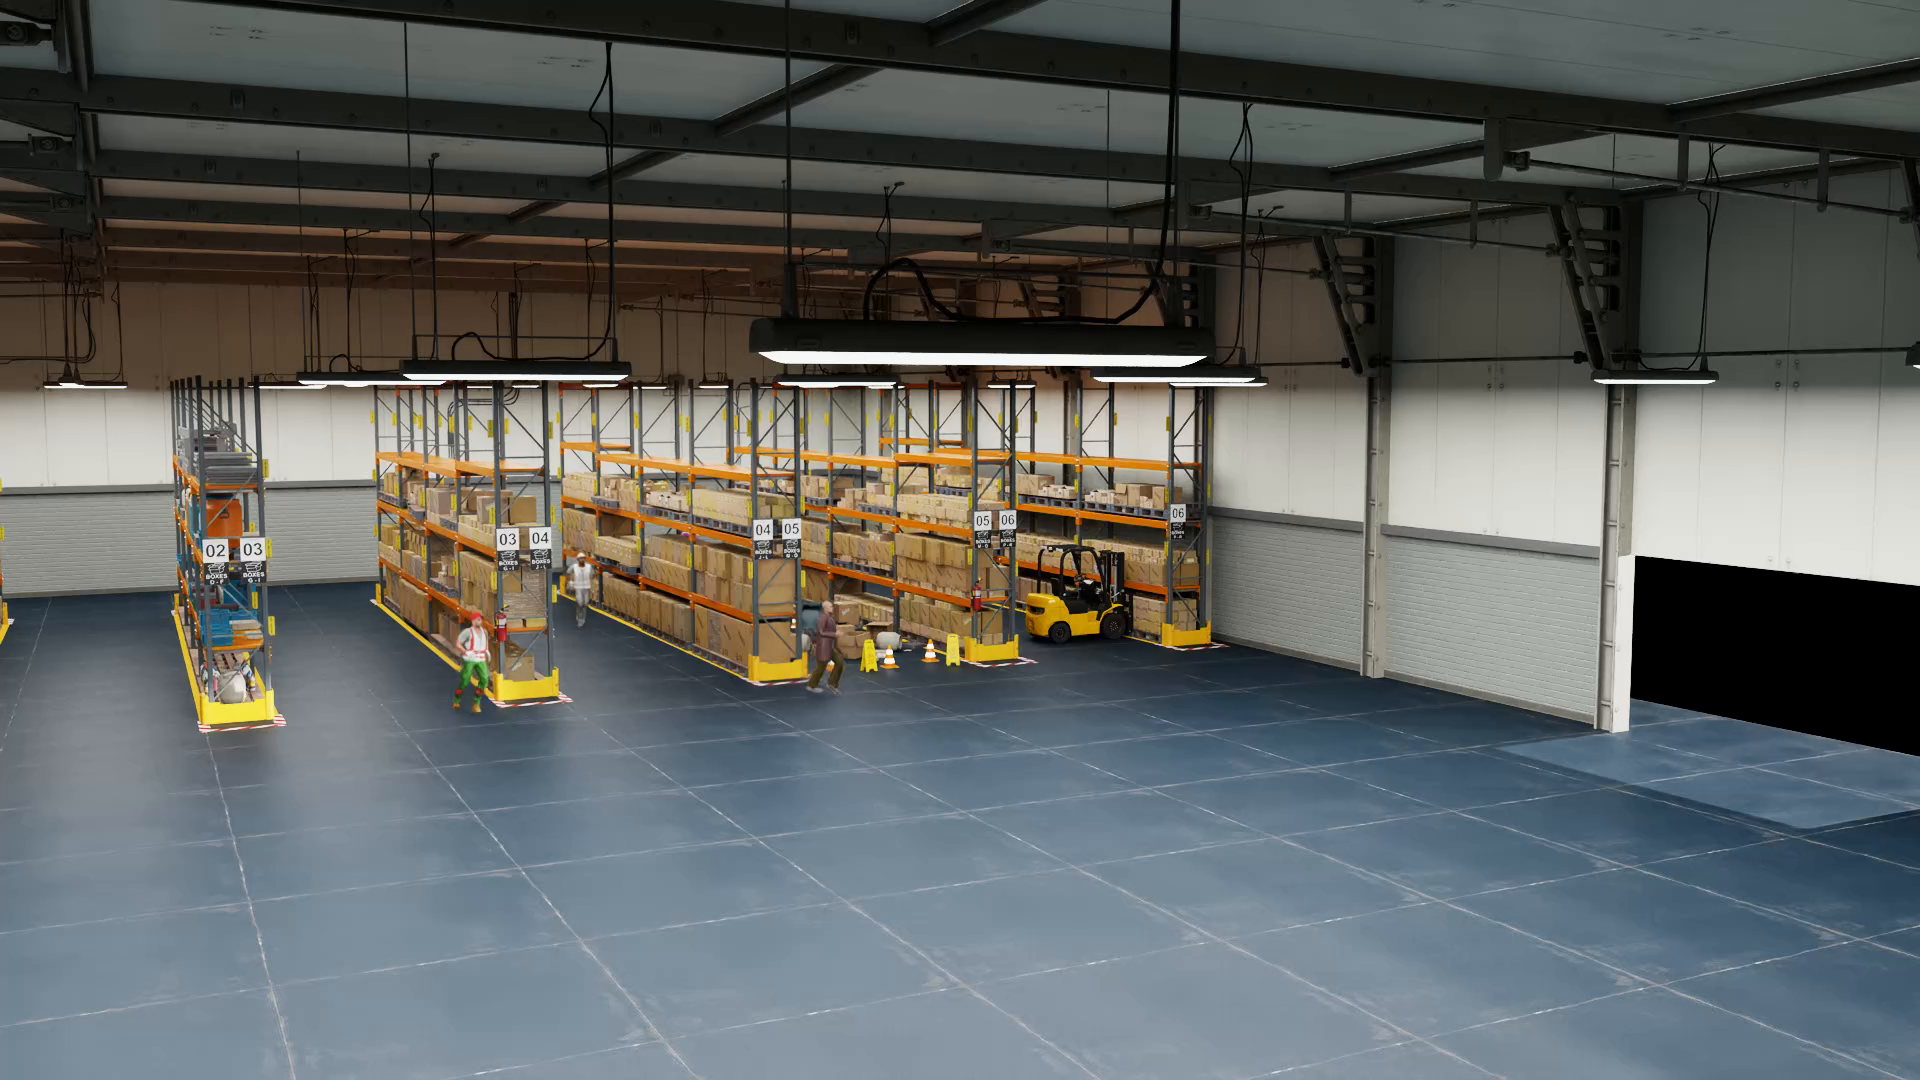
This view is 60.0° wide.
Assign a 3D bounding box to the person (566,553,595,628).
[{"bbox_3d":[-9.228,1.225,40.616,0.655,1.821,0.719,-3,6,-28],"label":"person"}]

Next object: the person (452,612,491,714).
[{"bbox_3d":[-8.726,2.193,29.903,0.718,1.801,0.697,-5,7,-45],"label":"person"}]

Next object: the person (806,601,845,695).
[{"bbox_3d":[-2.517,2.060,31.361,0.836,1.829,0.691,2,5,21],"label":"person"}]

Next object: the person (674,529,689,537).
[{"bbox_3d":[-8.500,0.373,50.254,0.762,1.800,0.692,-2,6,-24],"label":"person"}]
